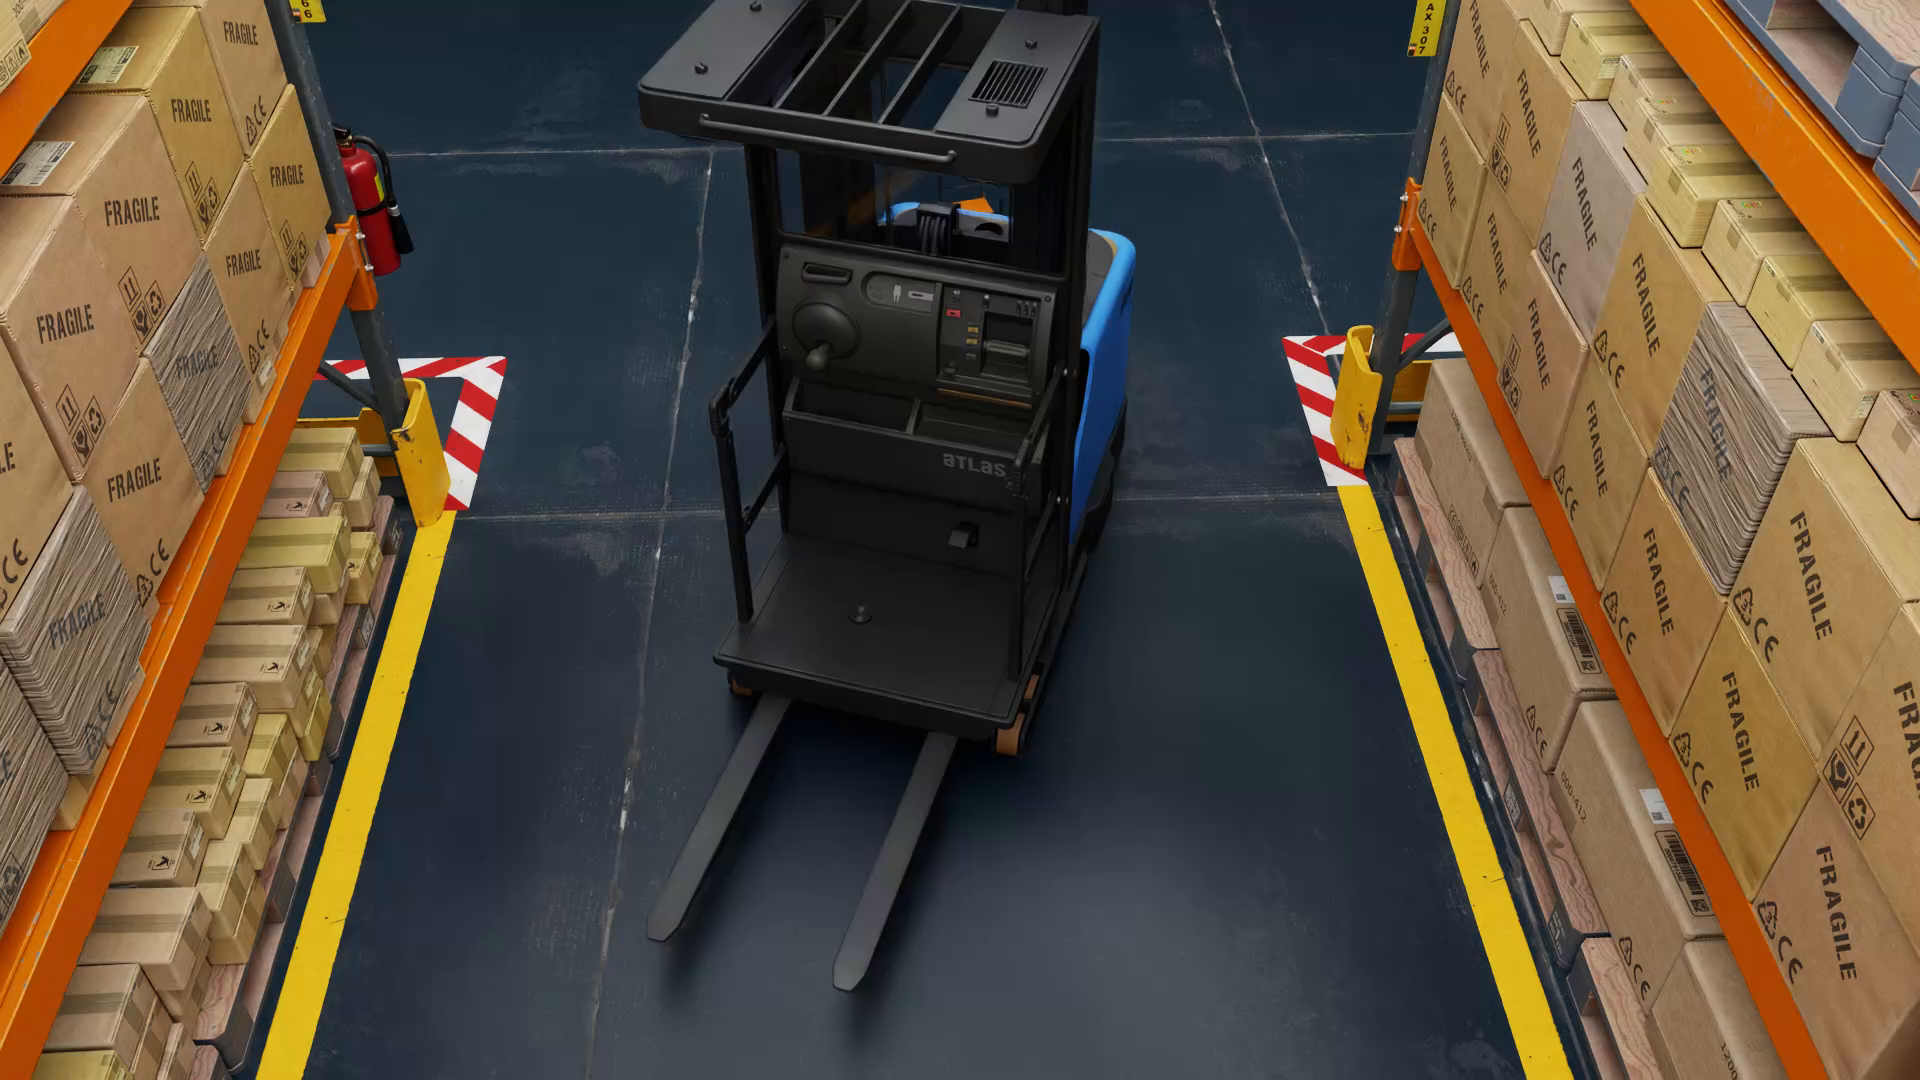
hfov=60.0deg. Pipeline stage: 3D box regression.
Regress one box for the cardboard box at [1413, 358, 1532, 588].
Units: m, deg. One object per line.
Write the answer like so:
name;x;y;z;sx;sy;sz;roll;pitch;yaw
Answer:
cardboard box;2.337;-0.289;6.431;0.875;0.438;0.875;-3;43;-3

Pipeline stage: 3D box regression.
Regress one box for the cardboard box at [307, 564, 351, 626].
cardboard box;-2.401;0.174;5.919;0.380;0.149;0.250;-3;43;-4

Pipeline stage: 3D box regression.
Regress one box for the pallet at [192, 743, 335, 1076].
pallet;-2.681;1.139;5.351;1.003;0.211;1.213;-2;43;-2

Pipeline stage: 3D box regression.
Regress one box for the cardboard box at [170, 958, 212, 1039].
cardboard box;-2.437;1.334;4.874;0.380;0.149;0.250;-3;43;-4

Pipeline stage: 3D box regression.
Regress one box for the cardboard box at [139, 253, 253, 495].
cardboard box;-2.408;-0.472;4.751;0.500;0.500;0.500;-2;43;-2

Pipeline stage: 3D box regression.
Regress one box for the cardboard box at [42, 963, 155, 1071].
cardboard box;-2.416;1.295;4.476;0.380;0.149;0.250;-3;43;-3

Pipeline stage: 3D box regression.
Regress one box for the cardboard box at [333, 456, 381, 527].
cardboard box;-2.424;-0.176;6.302;0.380;0.149;0.250;-3;43;-3

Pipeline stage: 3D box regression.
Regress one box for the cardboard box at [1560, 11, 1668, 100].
cardboard box;1.956;-1.388;4.750;0.380;0.149;0.250;-3;43;-3

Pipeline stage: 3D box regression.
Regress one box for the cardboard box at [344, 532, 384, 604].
cardboard box;-2.389;0.105;6.214;0.380;0.149;0.250;0;43;0

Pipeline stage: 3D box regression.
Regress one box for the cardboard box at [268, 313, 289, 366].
cardboard box;-2.437;-0.669;5.445;0.380;0.149;0.250;-2;43;-2

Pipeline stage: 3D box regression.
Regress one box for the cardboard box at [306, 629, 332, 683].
cardboard box;-2.440;0.452;5.836;0.380;0.149;0.250;-1;43;-1

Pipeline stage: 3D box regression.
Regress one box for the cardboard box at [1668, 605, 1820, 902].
cardboard box;2.077;0.489;3.922;0.500;0.500;0.500;-3;43;-3

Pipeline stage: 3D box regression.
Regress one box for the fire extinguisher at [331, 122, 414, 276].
fire extinguisher;-2.282;-1.328;6.313;0.296;0.674;0.183;-2;43;-2

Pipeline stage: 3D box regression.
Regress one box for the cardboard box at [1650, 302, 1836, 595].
cardboard box;2.039;-0.223;3.960;0.500;0.500;0.500;-1;43;-1

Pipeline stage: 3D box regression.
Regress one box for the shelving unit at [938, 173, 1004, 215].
shelving unit;0.042;-1.062;7.131;0.215;1.050;0.252;-12;44;-13

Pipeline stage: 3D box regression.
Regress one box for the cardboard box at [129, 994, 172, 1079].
cardboard box;-2.413;1.408;4.573;0.380;0.149;0.250;-4;43;-4

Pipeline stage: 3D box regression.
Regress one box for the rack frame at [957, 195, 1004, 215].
rack frame;0.080;-0.984;7.045;0.200;1.050;0.008;-12;44;-13

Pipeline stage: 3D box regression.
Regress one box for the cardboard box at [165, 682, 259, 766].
cardboard box;-2.450;0.596;5.239;0.380;0.149;0.250;-3;43;-3

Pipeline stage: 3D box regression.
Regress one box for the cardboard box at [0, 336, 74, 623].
cardboard box;-2.366;-0.128;3.636;0.500;0.500;0.500;-1;43;-1

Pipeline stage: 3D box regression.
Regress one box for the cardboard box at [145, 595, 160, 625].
cardboard box;-2.409;0.214;4.483;0.380;0.149;0.250;0;43;0

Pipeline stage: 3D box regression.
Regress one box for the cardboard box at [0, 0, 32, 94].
cardboard box;-2.369;-1.024;3.539;0.500;0.250;0.500;0;43;0

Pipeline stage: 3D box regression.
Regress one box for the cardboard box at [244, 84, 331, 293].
cardboard box;-2.456;-1.162;5.503;0.500;0.500;0.500;-1;43;-1

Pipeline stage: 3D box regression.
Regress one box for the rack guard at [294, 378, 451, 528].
rack guard;-2.729;-0.338;6.749;1.175;0.500;0.348;-2;43;-2

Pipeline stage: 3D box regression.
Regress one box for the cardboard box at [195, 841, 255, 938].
cardboard box;-2.349;1.049;4.964;0.380;0.149;0.250;-2;43;-2

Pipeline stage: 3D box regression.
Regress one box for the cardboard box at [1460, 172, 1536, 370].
cardboard box;1.992;-0.885;5.422;0.500;0.500;0.500;-2;43;-2

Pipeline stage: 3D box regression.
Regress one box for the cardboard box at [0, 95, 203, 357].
cardboard box;-2.411;-0.832;4.403;0.500;0.500;0.500;0;43;0

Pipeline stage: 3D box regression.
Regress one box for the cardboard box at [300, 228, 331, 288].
cardboard box;-2.436;-1.006;5.814;0.380;0.149;0.250;-2;43;-2

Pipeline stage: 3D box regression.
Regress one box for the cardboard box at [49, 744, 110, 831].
cardboard box;-2.347;0.575;4.089;0.380;0.149;0.250;-1;43;-1

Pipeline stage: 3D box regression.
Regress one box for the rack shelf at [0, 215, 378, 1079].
rack shelf;-2.647;0.304;4.731;1.077;0.370;4.000;-2;43;-2

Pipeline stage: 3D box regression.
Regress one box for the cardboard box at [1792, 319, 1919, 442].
cardboard box;2.069;-0.352;3.621;0.380;0.149;0.250;-2;43;-2

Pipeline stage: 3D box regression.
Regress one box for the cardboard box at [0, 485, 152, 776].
cardboard box;-2.345;0.226;3.989;0.500;0.500;0.500;-2;43;-3

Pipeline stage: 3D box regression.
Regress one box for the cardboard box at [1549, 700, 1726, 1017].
cardboard box;2.421;0.937;5.093;0.875;0.438;0.875;-3;43;-3

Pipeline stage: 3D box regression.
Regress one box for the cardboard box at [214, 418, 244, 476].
cardboard box;-2.421;-0.318;5.063;0.380;0.149;0.250;-3;43;-4

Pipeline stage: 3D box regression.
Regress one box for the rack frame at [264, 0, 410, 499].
rack frame;-2.732;-1.311;5.960;1.000;3.000;0.127;-2;43;-2

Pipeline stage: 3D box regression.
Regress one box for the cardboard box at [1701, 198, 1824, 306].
cardboard box;2.032;-0.695;3.994;0.380;0.149;0.250;-2;43;-2

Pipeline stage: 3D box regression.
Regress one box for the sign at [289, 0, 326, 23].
sign;-2.177;-1.857;5.465;0.100;0.325;0.005;-2;43;-2

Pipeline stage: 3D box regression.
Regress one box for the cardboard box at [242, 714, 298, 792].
cardboard box;-2.373;0.697;5.348;0.380;0.149;0.250;0;43;0

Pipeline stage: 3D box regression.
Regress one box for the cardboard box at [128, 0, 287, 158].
cardboard box;-2.464;-1.524;5.159;0.500;0.500;0.500;-2;43;-3

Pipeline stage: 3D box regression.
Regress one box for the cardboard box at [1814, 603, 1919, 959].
cardboard box;2.083;0.463;3.211;0.500;0.500;0.500;-2;43;-2

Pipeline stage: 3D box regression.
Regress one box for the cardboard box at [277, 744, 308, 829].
cardboard box;-2.375;0.808;5.448;0.380;0.149;0.250;-1;43;-1

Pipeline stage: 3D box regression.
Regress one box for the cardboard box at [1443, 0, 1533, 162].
cardboard box;1.945;-1.595;5.456;0.500;0.500;0.500;-3;43;-3

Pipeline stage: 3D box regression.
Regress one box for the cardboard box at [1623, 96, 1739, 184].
cardboard box;1.988;-1.042;4.373;0.380;0.149;0.250;-1;43;-1

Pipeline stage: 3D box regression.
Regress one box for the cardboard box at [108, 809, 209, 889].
cardboard box;-2.439;0.939;4.864;0.380;0.149;0.250;-3;43;-4

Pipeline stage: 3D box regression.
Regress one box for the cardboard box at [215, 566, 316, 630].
cardboard box;-2.417;0.235;5.633;0.380;0.149;0.250;-3;43;-4

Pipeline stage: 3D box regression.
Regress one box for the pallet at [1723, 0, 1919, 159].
pallet;2.306;-1.268;3.759;1.003;0.211;1.213;-2;43;-2

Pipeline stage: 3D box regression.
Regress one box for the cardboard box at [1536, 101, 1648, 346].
cardboard box;2.004;-0.899;4.697;0.500;0.500;0.500;-2;43;-2

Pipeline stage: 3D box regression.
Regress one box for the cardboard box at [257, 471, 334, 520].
cardboard box;-2.503;-0.113;6.012;0.380;0.149;0.250;-1;43;-1

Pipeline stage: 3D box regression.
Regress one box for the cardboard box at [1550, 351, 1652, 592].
cardboard box;2.034;-0.204;4.678;0.500;0.500;0.500;0;43;0

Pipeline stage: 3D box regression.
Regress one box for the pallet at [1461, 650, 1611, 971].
pallet;2.370;0.866;5.649;1.003;0.211;1.213;-2;43;-2

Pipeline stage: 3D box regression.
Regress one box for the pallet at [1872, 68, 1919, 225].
pallet;2.355;-0.447;2.863;1.003;0.211;1.213;-2;43;-2

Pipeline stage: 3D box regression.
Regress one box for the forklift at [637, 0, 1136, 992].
forklift;-0.211;-0.615;5.252;1.130;2.935;3.031;11;44;12
